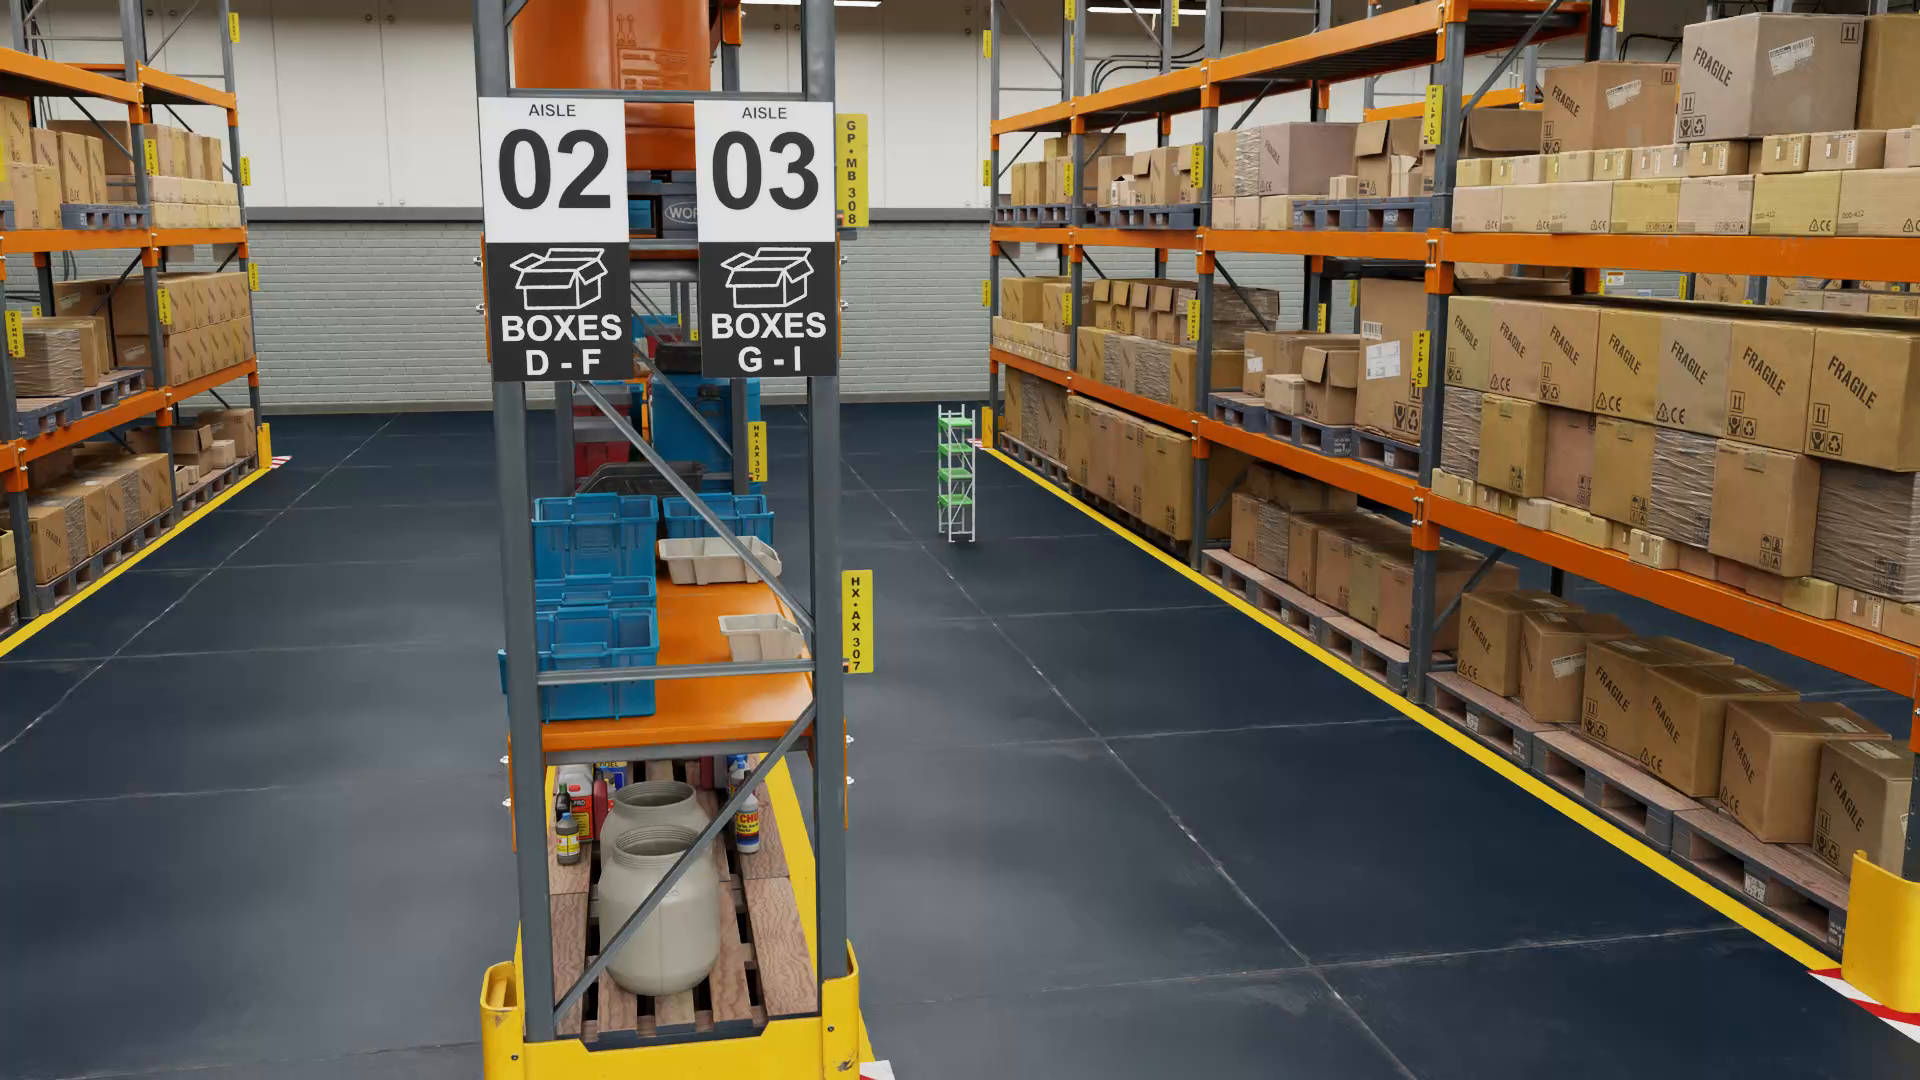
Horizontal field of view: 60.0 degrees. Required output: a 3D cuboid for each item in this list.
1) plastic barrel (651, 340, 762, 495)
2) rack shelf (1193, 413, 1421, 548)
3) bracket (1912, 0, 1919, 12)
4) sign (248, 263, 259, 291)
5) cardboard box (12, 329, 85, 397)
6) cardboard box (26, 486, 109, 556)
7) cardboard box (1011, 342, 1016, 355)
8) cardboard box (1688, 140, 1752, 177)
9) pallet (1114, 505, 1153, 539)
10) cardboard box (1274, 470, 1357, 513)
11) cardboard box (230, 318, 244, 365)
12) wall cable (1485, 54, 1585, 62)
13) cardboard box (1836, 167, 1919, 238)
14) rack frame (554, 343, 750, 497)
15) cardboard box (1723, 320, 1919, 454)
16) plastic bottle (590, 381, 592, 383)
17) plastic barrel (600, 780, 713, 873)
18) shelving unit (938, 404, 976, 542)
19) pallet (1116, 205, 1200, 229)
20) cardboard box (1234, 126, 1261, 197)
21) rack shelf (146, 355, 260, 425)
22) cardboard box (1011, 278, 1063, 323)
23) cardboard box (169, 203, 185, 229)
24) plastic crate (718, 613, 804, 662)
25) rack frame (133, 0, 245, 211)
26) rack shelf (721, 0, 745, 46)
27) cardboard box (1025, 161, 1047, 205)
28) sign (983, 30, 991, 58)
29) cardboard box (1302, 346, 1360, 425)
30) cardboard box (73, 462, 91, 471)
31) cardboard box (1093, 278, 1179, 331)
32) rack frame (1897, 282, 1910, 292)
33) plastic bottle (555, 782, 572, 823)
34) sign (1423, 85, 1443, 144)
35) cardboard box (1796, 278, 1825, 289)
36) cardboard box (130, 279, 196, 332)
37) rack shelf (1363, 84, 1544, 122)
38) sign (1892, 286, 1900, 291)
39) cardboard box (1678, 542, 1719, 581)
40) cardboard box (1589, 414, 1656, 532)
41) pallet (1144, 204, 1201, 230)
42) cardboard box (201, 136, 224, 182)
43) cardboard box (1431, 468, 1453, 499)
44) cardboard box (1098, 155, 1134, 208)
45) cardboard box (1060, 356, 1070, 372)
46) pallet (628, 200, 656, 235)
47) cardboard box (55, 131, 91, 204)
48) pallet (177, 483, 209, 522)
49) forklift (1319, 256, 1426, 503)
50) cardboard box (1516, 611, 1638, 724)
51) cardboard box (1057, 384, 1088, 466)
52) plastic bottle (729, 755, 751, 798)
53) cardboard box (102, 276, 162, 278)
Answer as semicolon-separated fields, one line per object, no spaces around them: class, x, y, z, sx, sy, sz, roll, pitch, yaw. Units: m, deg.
plastic barrel;-1.417;-0.653;9.316;0.600;0.901;0.708;-2;11;-11
rack shelf;2.831;-0.518;11.873;1.077;0.370;4.000;-2;11;-11
bracket;15.405;-8.553;26.492;0.235;0.232;0.430;-2;11;-11
sign;-8.284;-3.086;19.502;0.100;0.325;0.005;-2;11;-11
cardboard box;-7.500;-1.420;13.299;0.700;0.500;0.500;0;11;0
cardboard box;-7.284;-0.149;13.518;0.500;0.500;0.500;-2;11;-12
cardboard box;0.833;-2.317;20.071;0.380;0.149;0.250;-2;11;-12
cardboard box;3.392;-1.645;7.184;0.380;0.149;0.250;-3;11;-14
pallet;2.128;-0.239;15.941;1.003;0.211;1.213;-2;11;-11
cardboard box;2.715;-0.376;12.707;0.500;0.250;0.500;-1;11;-5
cardboard box;-8.374;-2.228;18.665;0.500;0.500;0.500;-2;11;-11
wall cable;9.962;-7.073;28.343;2.355;3.000;0.029;-2;11;-11
cardboard box;3.655;-1.250;6.174;0.500;0.250;0.500;-2;11;-10
rack frame;-1.639;-0.324;8.932;1.000;3.000;0.127;-2;11;-11
cardboard box;3.545;-0.641;6.857;0.500;0.500;0.500;-2;11;-11
plastic bottle;-3.136;-1.269;14.207;0.061;0.283;0.133;-2;11;-11
plastic barrel;-1.161;1.215;6.374;0.421;0.512;0.421;0;11;0
shelving unit;-0.032;-0.620;15.297;0.258;1.200;0.503;-2;11;-11
pallet;2.044;-2.940;15.158;1.003;0.211;1.213;-2;11;-8
cardboard box;2.376;-2.818;12.405;0.500;0.500;0.500;-2;11;-11
rack shelf;-8.443;-1.626;17.693;1.077;0.370;4.000;-2;11;-11
cardboard box;0.918;-2.862;19.864;0.500;0.500;0.500;-2;11;-13
cardboard box;-7.999;-3.202;16.431;0.500;0.250;0.500;-2;11;-11
plastic crate;-0.719;0.363;6.027;0.298;0.136;0.250;-2;11;-11
rack frame;-8.832;-5.293;18.992;1.000;3.000;0.127;-2;11;-11
rack shelf;-1.250;-2.355;6.549;1.077;0.370;4.000;-2;11;-11
cardboard box;1.179;-4.189;19.559;0.700;0.500;0.500;-3;11;-15
sign;0.340;-6.170;20.679;0.100;0.325;0.005;-2;11;-11
cardboard box;2.792;-1.076;11.483;0.797;0.503;0.637;-1;11;-5
cardboard box;-8.084;-0.405;14.867;0.500;0.500;0.500;-2;11;-10
cardboard box;1.796;-2.397;16.871;0.797;0.503;0.637;-2;11;-12
rack frame;11.384;-2.332;19.481;1.000;3.000;0.127;-2;11;-11
plastic bottle;-1.689;1.186;7.086;0.061;0.283;0.133;-2;11;-10
sign;2.676;-2.405;9.404;0.100;0.325;0.005;-2;11;-11
cardboard box;10.823;-3.135;20.759;0.500;0.500;0.500;-2;11;-10
cardboard box;-7.971;-2.344;16.601;0.500;0.500;0.500;-2;11;-13
rack shelf;6.160;-5.093;19.872;1.077;0.370;4.000;-2;11;-11
sign;10.840;-2.776;19.285;0.100;0.325;0.005;-2;11;-11
cardboard box;3.480;0.079;7.484;0.380;0.149;0.250;-2;11;-11
cardboard box;3.562;-0.341;7.955;0.875;0.500;0.500;-2;11;-11
pallet;2.264;-2.735;14.081;1.213;0.211;1.003;-2;11;-8
cardboard box;-8.716;-4.266;18.678;0.700;0.500;0.500;-2;11;-11
cardboard box;2.966;-0.331;9.638;0.380;0.149;0.250;-2;11;-11
cardboard box;1.786;-3.595;16.702;0.700;0.500;0.500;-2;11;-10
cardboard box;1.283;-1.892;17.842;0.380;0.149;0.250;-2;11;-11
pallet;-1.403;-1.576;7.993;1.213;0.211;1.003;-2;11;-11
cardboard box;-7.876;-3.174;14.221;0.600;0.600;0.600;-2;11;-12
pallet;-8.187;-0.368;16.621;1.003;0.211;1.213;-2;11;-11
forklift;4.201;-1.840;17.079;1.130;2.935;3.031;-2;11;-11
cardboard box;3.377;0.697;9.130;0.500;0.500;0.500;1;11;7
cardboard box;1.614;-1.258;18.398;0.875;0.875;0.875;-2;11;-11
plastic bottle;-0.994;1.108;7.525;0.097;0.271;0.097;0;11;0
cardboard box;-8.703;-2.515;17.497;0.500;0.500;0.500;-2;11;-12
